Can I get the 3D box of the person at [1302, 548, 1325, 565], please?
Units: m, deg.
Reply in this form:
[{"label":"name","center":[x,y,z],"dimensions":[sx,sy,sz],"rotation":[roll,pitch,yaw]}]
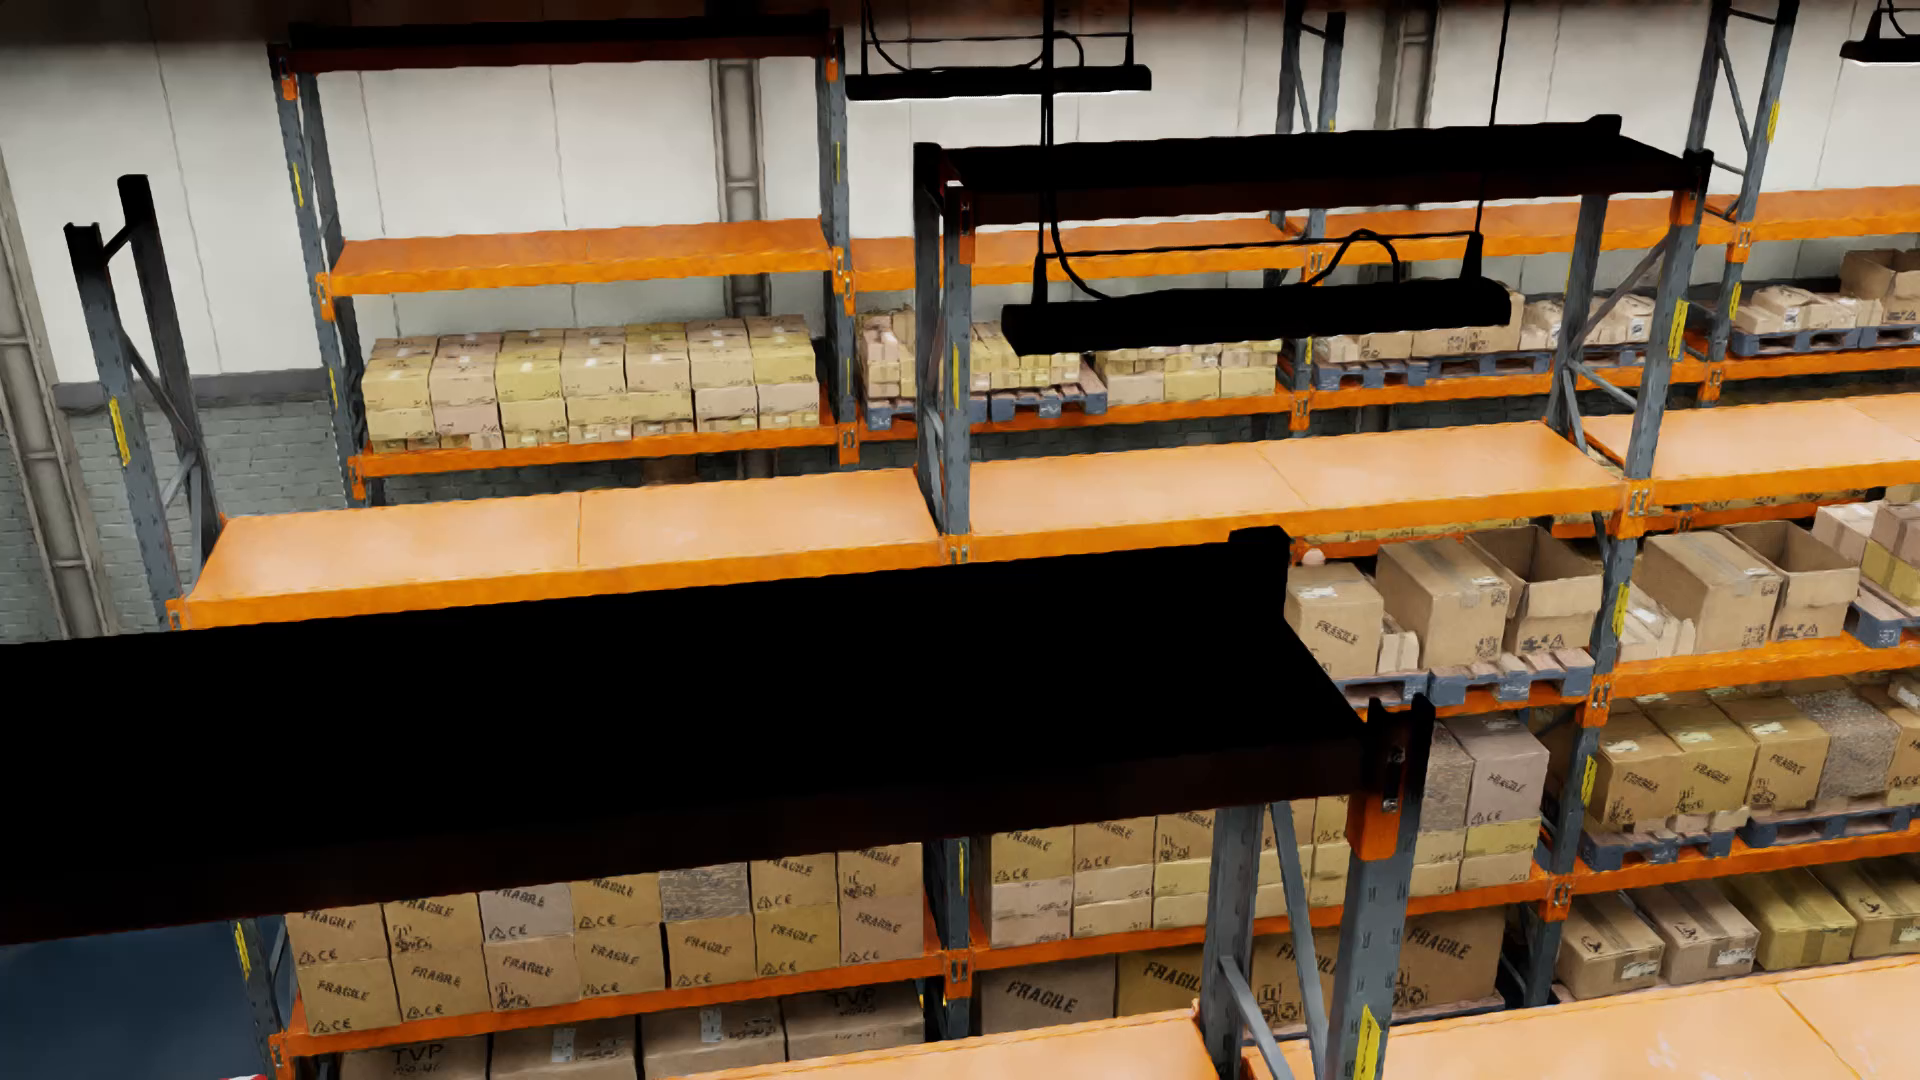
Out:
[{"label":"person","center":[2.981,0.894,14.365],"dimensions":[0.670,1.775,0.637],"rotation":[4,26,9]}]
